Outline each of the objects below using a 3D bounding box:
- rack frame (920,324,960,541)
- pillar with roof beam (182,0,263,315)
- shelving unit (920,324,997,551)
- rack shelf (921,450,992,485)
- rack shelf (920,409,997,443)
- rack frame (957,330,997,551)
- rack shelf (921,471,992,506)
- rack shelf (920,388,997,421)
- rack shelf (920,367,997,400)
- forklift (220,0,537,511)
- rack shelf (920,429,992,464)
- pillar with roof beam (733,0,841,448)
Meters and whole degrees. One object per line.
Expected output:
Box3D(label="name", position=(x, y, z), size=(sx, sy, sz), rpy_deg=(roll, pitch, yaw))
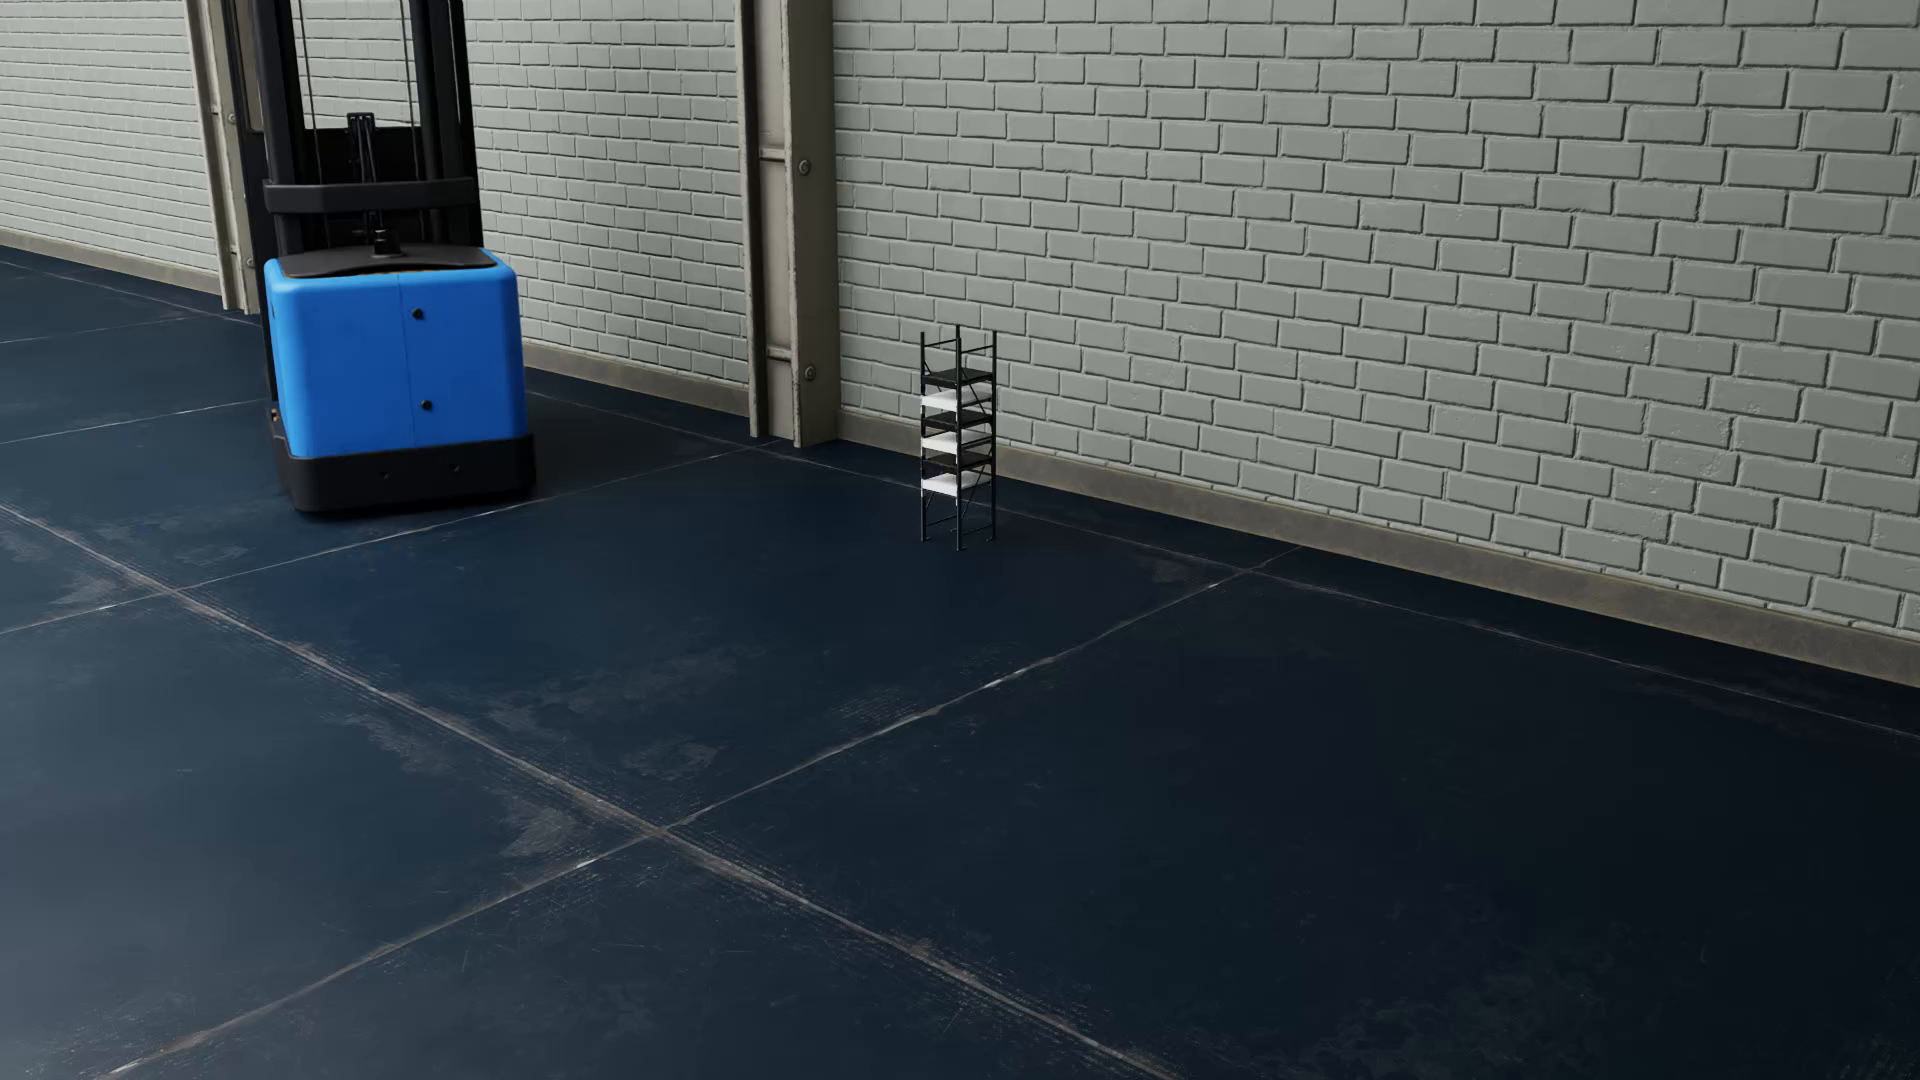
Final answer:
Box3D(label="rack frame", position=(-0.082, -0.451, 7.045), size=(0.006, 0.900, 0.240), rpy_deg=(15, 23, 39))
Box3D(label="pillar with roof beam", position=(-8.217, -5.071, 8.215), size=(0.400, 9.000, 9.100), rpy_deg=(15, 23, 39))
Box3D(label="shelving unit", position=(-0.006, -0.431, 6.981), size=(0.210, 0.900, 0.258), rpy_deg=(15, 23, 39))
Box3D(label="rack shelf", position=(-0.006, -0.313, 7.018), size=(0.200, 0.077, 0.258), rpy_deg=(15, 23, 39))
Box3D(label="rack shelf", position=(-0.006, -0.485, 6.964), size=(0.200, 0.077, 0.258), rpy_deg=(15, 23, 39))
Box3D(label="rack frame", position=(0.070, -0.410, 6.916), size=(0.006, 0.900, 0.240), rpy_deg=(15, 23, 39))
Box3D(label="rack shelf", position=(-0.006, -0.227, 7.045), size=(0.200, 0.077, 0.258), rpy_deg=(15, 23, 39))
Box3D(label="rack shelf", position=(-0.006, -0.570, 6.936), size=(0.200, 0.077, 0.258), rpy_deg=(15, 23, 39))
Box3D(label="rack shelf", position=(-0.006, -0.656, 6.909), size=(0.200, 0.077, 0.258), rpy_deg=(15, 23, 39))
Box3D(label="forklift", position=(-3.026, -1.925, 8.331), size=(1.130, 2.935, 3.031), rpy_deg=(-8, 19, -23))
Box3D(label="rack shelf", position=(-0.006, -0.399, 6.991), size=(0.200, 0.077, 0.258), rpy_deg=(15, 23, 39))
Box3D(label="pillar with roof beam", position=(-3.729, -3.867, 4.419), size=(0.400, 9.000, 9.100), rpy_deg=(15, 23, 39))
